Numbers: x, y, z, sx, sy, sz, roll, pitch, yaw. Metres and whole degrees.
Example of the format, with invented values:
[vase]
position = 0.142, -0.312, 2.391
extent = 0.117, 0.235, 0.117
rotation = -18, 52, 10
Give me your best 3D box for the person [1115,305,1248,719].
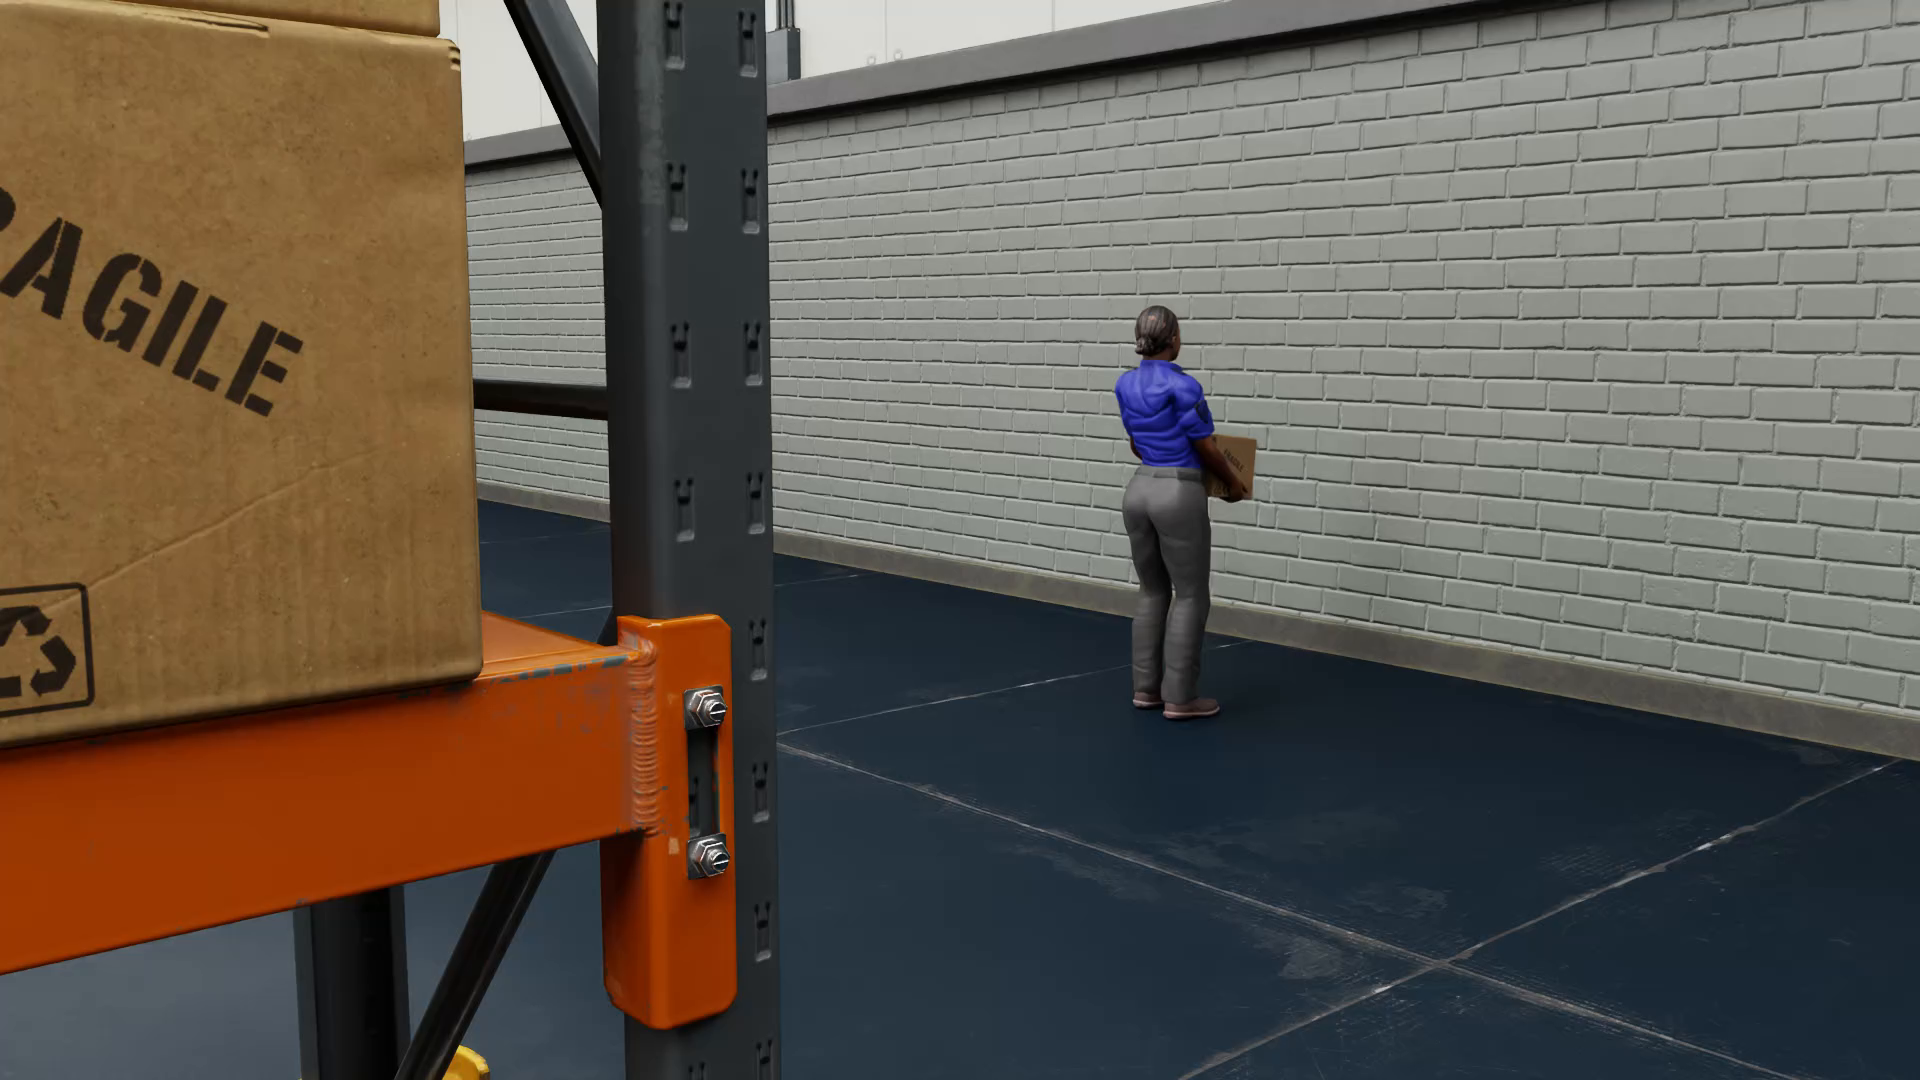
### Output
[person]
position = 0.896, -0.119, 6.750
extent = 0.512, 1.650, 0.451
rotation = -6, 10, -40
